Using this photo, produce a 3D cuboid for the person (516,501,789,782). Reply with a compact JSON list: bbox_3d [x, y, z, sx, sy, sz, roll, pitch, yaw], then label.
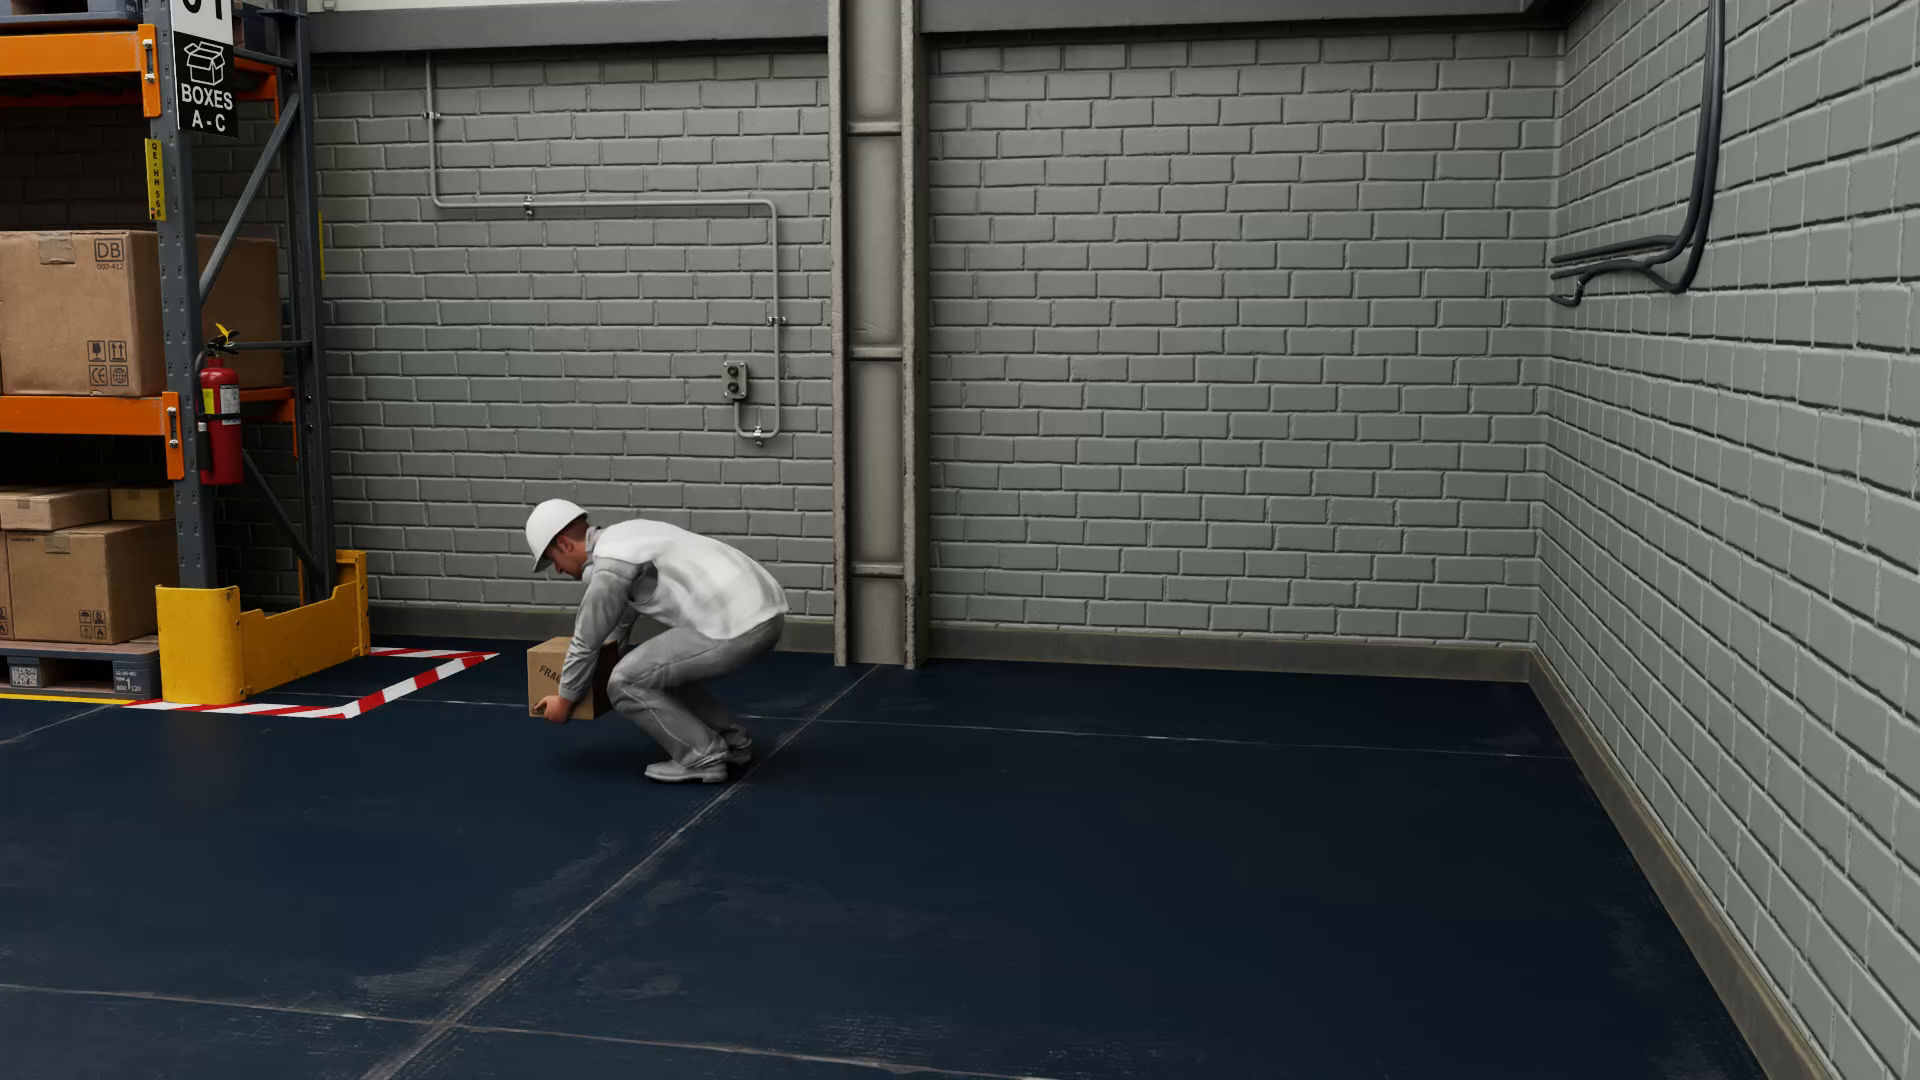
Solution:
[{"bbox_3d":[-1.122,0.354,6.045,0.981,0.985,0.519,1,8,9],"label":"person"}]
